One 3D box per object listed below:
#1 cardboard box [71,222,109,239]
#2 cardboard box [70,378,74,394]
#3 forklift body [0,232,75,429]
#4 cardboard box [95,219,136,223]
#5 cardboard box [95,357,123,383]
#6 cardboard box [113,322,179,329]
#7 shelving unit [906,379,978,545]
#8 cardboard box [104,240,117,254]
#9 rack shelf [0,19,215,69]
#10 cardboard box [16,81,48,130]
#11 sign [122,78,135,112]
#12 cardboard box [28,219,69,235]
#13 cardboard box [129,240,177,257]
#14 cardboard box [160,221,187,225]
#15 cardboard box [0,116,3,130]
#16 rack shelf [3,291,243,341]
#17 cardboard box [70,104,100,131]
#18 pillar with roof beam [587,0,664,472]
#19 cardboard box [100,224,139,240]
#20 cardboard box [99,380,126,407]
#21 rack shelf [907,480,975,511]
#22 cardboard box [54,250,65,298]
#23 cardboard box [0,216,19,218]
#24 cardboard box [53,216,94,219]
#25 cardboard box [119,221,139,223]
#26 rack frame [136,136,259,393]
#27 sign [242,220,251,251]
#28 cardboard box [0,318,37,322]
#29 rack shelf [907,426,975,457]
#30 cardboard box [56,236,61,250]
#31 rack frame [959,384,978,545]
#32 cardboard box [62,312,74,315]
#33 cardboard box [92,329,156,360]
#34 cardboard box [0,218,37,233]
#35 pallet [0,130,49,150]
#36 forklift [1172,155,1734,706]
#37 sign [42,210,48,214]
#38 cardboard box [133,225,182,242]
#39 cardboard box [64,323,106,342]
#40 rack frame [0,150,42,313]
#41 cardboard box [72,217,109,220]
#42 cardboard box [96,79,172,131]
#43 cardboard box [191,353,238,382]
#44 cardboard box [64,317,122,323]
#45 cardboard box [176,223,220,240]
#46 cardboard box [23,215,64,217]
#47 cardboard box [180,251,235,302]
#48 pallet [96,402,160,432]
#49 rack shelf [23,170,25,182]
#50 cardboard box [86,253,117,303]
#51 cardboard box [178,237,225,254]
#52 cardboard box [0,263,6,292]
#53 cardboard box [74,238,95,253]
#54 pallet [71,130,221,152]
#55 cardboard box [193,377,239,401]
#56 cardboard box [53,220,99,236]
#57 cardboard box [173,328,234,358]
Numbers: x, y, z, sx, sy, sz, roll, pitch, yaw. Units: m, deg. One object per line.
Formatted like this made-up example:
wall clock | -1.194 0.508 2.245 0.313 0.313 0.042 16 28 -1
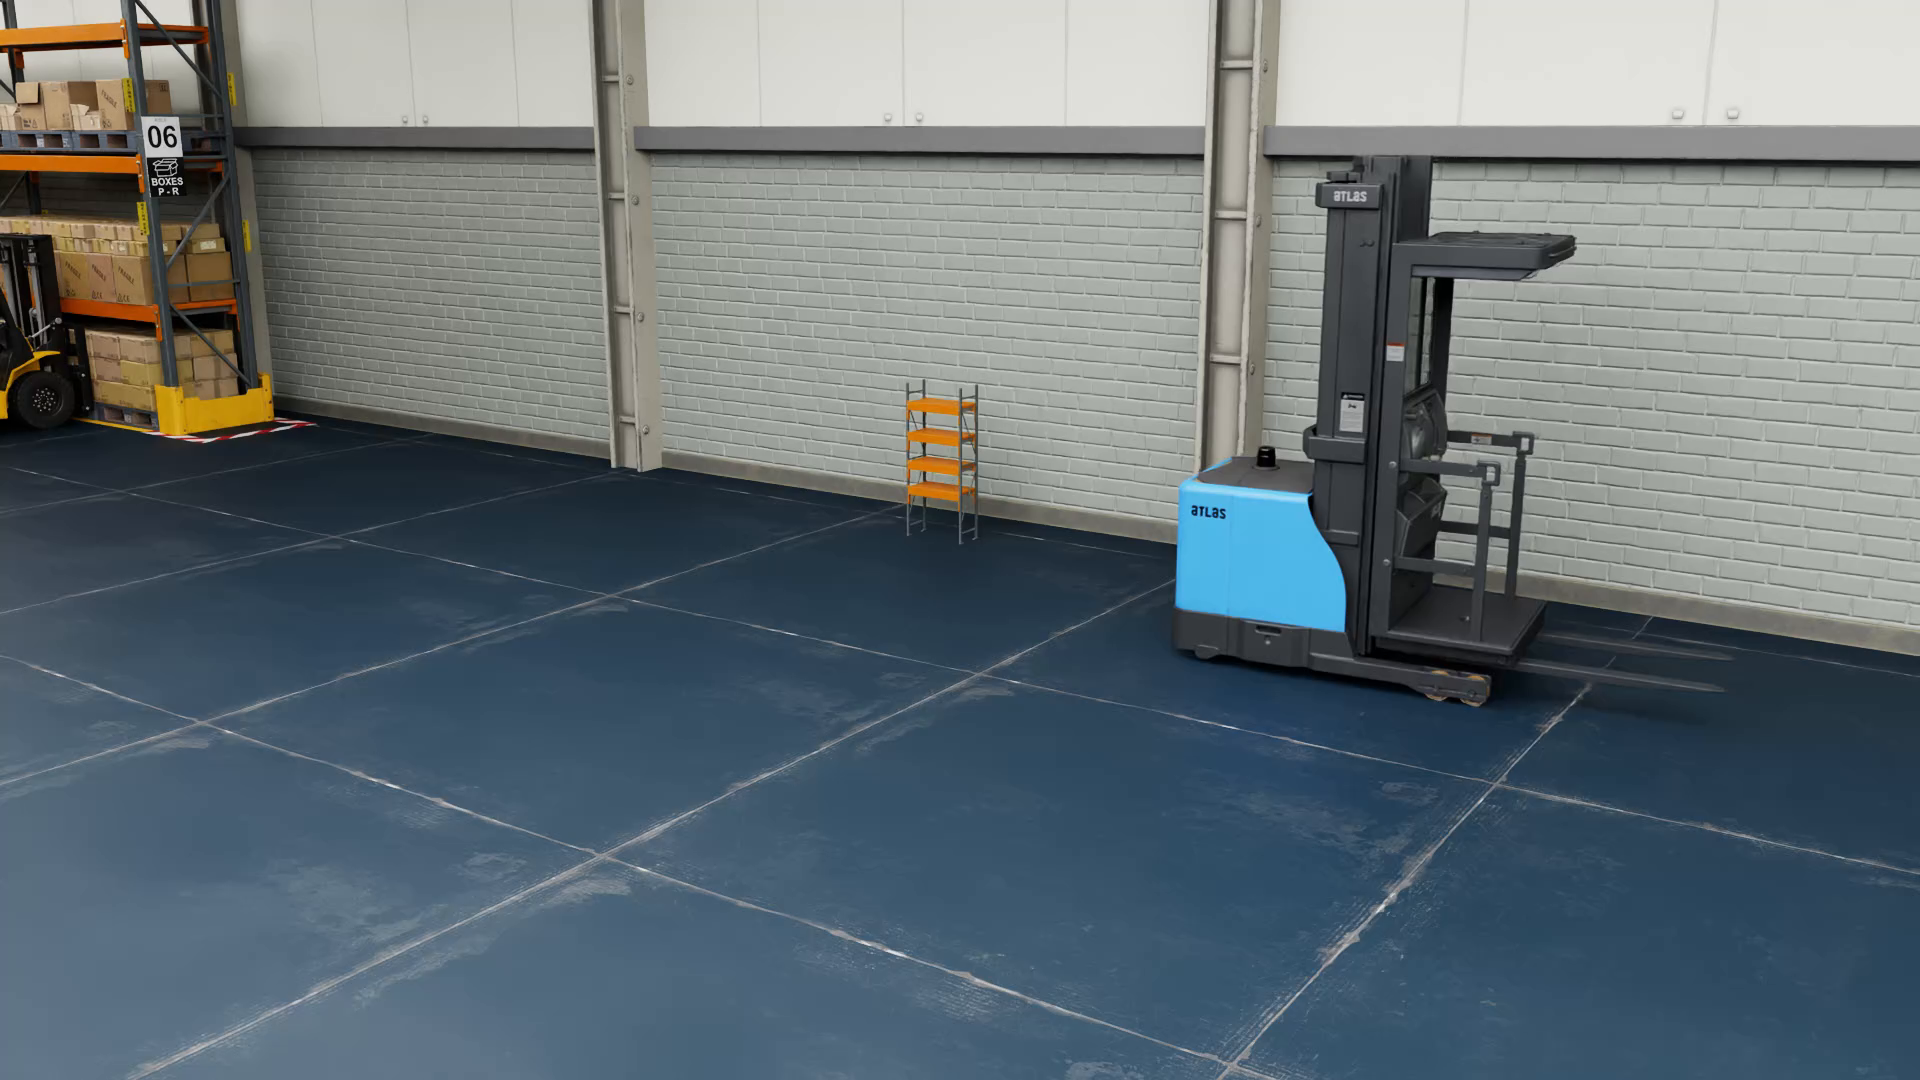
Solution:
cardboard box | -9.239 -3.305 17.756 0.250 0.149 0.380 10 17 34
cardboard box | -9.754 -1.746 18.481 0.500 0.250 0.500 10 17 35
forklift body | -10.518 -2.152 17.042 1.214 2.155 2.313 9 17 33
cardboard box | -9.353 -3.482 18.472 0.250 0.149 0.380 9 17 33
cardboard box | -8.915 -1.858 17.895 0.500 0.250 0.500 9 17 32
cardboard box | -9.045 -2.266 18.502 0.500 0.250 0.500 9 17 32
shelving unit | -0.137 -0.605 12.769 0.503 1.200 0.258 9 17 33
cardboard box | -8.780 -3.103 17.559 0.250 0.149 0.380 10 17 34
rack shelf | -9.586 -5.311 17.880 4.000 0.370 1.077 9 17 33
cardboard box | -9.688 -4.687 17.974 0.637 0.503 0.797 10 17 35
sign | -8.241 -4.415 16.496 0.005 0.325 0.100 9 17 33
cardboard box | -10.033 -3.459 18.378 0.250 0.149 0.380 9 17 33
cardboard box | -8.370 -3.028 17.255 0.250 0.149 0.380 9 17 34
cardboard box | -8.511 -3.344 17.911 0.250 0.149 0.380 10 17 34
cardboard box | -10.405 -4.573 18.253 0.250 0.149 0.380 10 17 34
rack shelf | -9.586 -2.593 18.552 4.000 0.370 1.077 9 17 33
cardboard box | -8.994 -4.402 17.317 0.258 0.266 0.396 9 17 33
pillar with roof beam | -5.425 -4.196 11.047 0.400 9.000 9.100 9 17 33
cardboard box | -8.795 -3.244 17.510 0.250 0.149 0.380 10 17 34
cardboard box | -8.900 -1.612 17.940 0.500 0.250 0.500 9 17 33
rack shelf | -0.137 -0.347 12.833 0.480 0.148 0.258 9 17 33
cardboard box | -9.755 -2.941 18.255 0.500 0.500 0.500 9 17 33
cardboard box | -10.869 -3.603 18.957 0.250 0.149 0.380 9 17 34
cardboard box | -10.157 -3.640 19.107 0.250 0.149 0.380 9 16 32
cardboard box | -8.941 -3.410 18.180 0.250 0.149 0.380 10 17 35
rack frame | -7.926 -2.674 17.382 0.127 3.000 1.000 9 17 33
sign | -7.612 -3.242 17.713 0.005 0.325 0.100 9 17 33
cardboard box | -10.601 -2.367 18.909 0.500 0.250 0.500 9 17 33
rack shelf | -0.137 -0.756 12.731 0.480 0.148 0.258 9 17 33
cardboard box | -9.605 -3.247 18.138 0.250 0.149 0.380 9 17 32
rack frame | 0.065 -0.572 12.636 0.015 1.200 0.240 9 17 33
cardboard box | -10.729 -2.537 19.598 0.500 0.250 0.500 10 17 34
cardboard box | -8.910 -2.095 17.812 0.500 0.250 0.500 10 17 34
cardboard box | -10.506 -3.512 18.590 0.250 0.149 0.380 10 17 34
pallet | -10.523 -4.514 18.758 1.213 0.211 1.003 9 17 33
forklift | 2.817 -0.655 9.370 3.031 2.935 1.130 7 16 27
sign | -10.937 -3.780 19.884 0.005 0.325 0.100 9 17 33
cardboard box | -8.341 -3.188 17.281 0.250 0.149 0.380 9 17 33
cardboard box | -9.750 -2.230 18.358 0.500 0.250 0.500 9 16 32
rack frame | -11.245 -3.210 19.549 0.127 3.000 1.000 9 17 33
cardboard box | -9.767 -3.557 18.774 0.250 0.149 0.380 9 16 32
cardboard box | -8.430 -4.442 16.991 0.500 0.500 0.500 10 17 35
cardboard box | -8.201 -1.890 18.024 0.500 0.250 0.500 10 17 34
cardboard box | -9.888 -2.402 19.051 0.500 0.250 0.500 9 17 33
cardboard box | -8.086 -3.269 17.611 0.250 0.149 0.380 9 16 32
cardboard box | -10.627 -3.694 19.325 0.250 0.149 0.380 9 16 31
cardboard box | -8.182 -2.844 17.863 0.500 0.500 0.500 10 17 35
pallet | -8.584 -1.415 18.098 1.213 0.211 1.003 9 17 33
rack shelf | -12.905 -4.585 20.359 4.000 0.370 1.077 9 17 33
cardboard box | -8.907 -2.808 17.714 0.500 0.500 0.500 10 17 35
cardboard box | -8.063 -3.135 17.685 0.250 0.149 0.380 9 16 31
cardboard box | -10.582 -3.081 18.818 0.500 0.500 0.500 10 17 34
cardboard box | -9.227 -3.165 17.809 0.250 0.149 0.380 9 16 31
pallet | -8.499 -4.187 17.437 1.213 0.211 1.003 9 17 33
cardboard box | -8.225 -1.648 18.086 0.500 0.250 0.500 9 17 33
cardboard box | -9.617 -3.392 18.107 0.250 0.149 0.380 9 17 34
cardboard box | -8.220 -2.131 17.955 0.500 0.250 0.500 9 16 32
